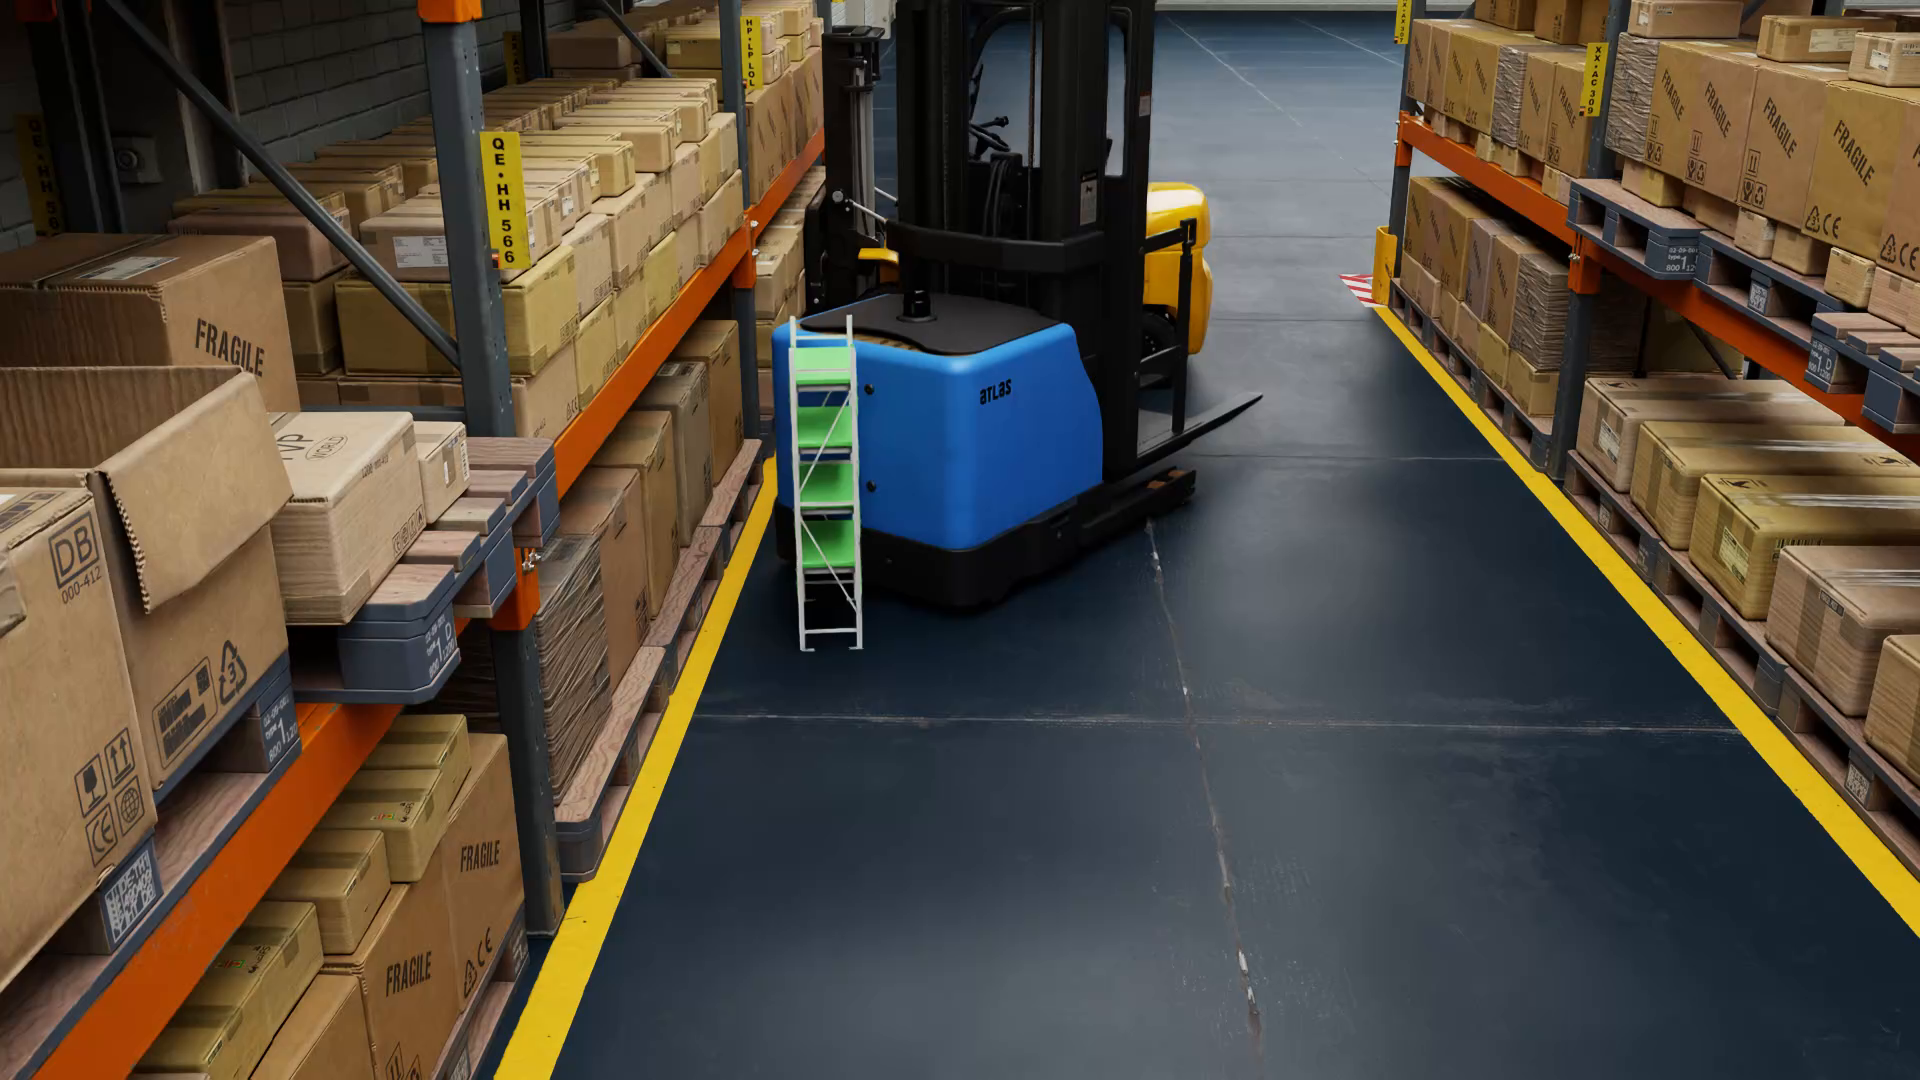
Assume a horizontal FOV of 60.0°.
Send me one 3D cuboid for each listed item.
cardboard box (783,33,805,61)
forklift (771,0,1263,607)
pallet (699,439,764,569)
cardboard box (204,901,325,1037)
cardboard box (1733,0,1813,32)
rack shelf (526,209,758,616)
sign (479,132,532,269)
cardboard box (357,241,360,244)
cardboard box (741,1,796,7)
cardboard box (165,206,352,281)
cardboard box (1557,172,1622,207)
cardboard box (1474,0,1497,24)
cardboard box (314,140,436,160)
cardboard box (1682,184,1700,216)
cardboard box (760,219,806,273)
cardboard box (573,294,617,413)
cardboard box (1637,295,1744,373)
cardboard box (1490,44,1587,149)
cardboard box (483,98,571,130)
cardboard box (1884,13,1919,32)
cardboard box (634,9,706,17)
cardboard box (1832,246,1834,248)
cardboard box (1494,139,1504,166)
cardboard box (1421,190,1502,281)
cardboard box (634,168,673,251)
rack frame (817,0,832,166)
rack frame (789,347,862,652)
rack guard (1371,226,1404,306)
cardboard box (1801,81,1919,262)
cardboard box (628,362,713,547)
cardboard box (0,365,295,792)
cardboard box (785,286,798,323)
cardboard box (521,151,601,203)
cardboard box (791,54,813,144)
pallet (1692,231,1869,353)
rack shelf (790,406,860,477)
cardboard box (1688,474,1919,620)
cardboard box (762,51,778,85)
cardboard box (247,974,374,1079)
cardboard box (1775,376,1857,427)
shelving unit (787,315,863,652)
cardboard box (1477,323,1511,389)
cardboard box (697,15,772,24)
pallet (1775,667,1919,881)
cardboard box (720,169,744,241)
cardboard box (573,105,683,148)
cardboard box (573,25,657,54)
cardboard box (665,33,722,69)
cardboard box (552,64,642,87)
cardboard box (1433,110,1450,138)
[{"bbox_3d":[-1.134,-2.959,9.973,0.380,0.149,0.250,1,21,2],"label":"cardboard box"},{"bbox_3d":[0.475,-1.572,7.528,1.130,2.935,3.031,15,26,33],"label":"forklift"},{"bbox_3d":[-1.494,-0.189,7.725,1.003,0.211,1.213,1,21,2],"label":"pallet"},{"bbox_3d":[-1.477,0.828,3.228,0.380,0.149,0.250,1,21,3],"label":"cardboard box"},{"bbox_3d":[3.681,-2.511,7.922,0.700,0.500,0.500,0,21,1],"label":"cardboard box"},{"bbox_3d":[-1.572,-0.697,6.174,1.077,0.370,4.000,1,21,2],"label":"rack shelf"},{"bbox_3d":[-1.090,-0.810,3.979,0.100,0.325,0.005,1,21,2],"label":"sign"},{"bbox_3d":[-1.883,-0.823,5.020,0.500,0.250,0.500,1,21,2],"label":"cardboard box"},{"bbox_3d":[-1.229,-3.284,10.401,0.380,0.149,0.250,1,21,2],"label":"cardboard box"},{"bbox_3d":[-1.825,-0.779,4.354,0.380,0.149,0.250,1,21,3],"label":"cardboard box"},{"bbox_3d":[3.155,-1.705,8.124,0.380,0.149,0.250,0,21,1],"label":"cardboard box"},{"bbox_3d":[3.775,-3.613,10.763,0.700,0.500,0.500,0,21,0],"label":"cardboard box"},{"bbox_3d":[-1.912,-1.242,5.547,0.380,0.149,0.250,0,21,1],"label":"cardboard box"},{"bbox_3d":[3.169,-1.392,6.735,0.380,0.149,0.250,2,21,5],"label":"cardboard box"},{"bbox_3d":[-1.153,-1.672,9.530,0.500,0.250,0.500,1,21,3],"label":"cardboard box"},{"bbox_3d":[-1.355,-0.579,5.083,0.500,0.250,0.500,0,21,0],"label":"cardboard box"},{"bbox_3d":[3.738,-1.177,8.598,0.500,0.500,0.500,2,21,4],"label":"cardboard box"},{"bbox_3d":[3.235,-2.425,9.083,0.500,0.500,0.500,1,21,3],"label":"cardboard box"},{"bbox_3d":[-1.792,-1.701,6.731,0.380,0.149,0.250,0,21,1],"label":"cardboard box"},{"bbox_3d":[3.669,-1.868,6.170,0.380,0.149,0.250,0,21,-1],"label":"cardboard box"},{"bbox_3d":[-1.689,-3.012,9.699,0.380,0.149,0.250,1,21,2],"label":"cardboard box"},{"bbox_3d":[3.146,-0.926,5.534,0.380,0.149,0.250,1,21,2],"label":"cardboard box"},{"bbox_3d":[3.221,-2.165,9.309,0.380,0.149,0.250,0,21,1],"label":"cardboard box"},{"bbox_3d":[3.259,-1.926,10.530,0.500,0.500,0.500,0,21,0],"label":"cardboard box"},{"bbox_3d":[-1.334,-1.186,5.954,0.500,0.250,0.500,1,21,2],"label":"cardboard box"},{"bbox_3d":[-1.389,-3.202,11.635,1.000,3.000,0.127,1,21,2],"label":"rack frame"},{"bbox_3d":[-0.498,-0.133,6.213,0.240,1.200,0.015,-2,21,-5],"label":"rack frame"},{"bbox_3d":[3.570,-1.956,11.879,1.175,0.500,0.348,1,21,2],"label":"rack guard"},{"bbox_3d":[3.084,-1.174,5.279,0.500,0.500,0.500,-1,21,-2],"label":"cardboard box"},{"bbox_3d":[-1.547,-0.375,7.052,0.875,0.625,0.625,0,21,1],"label":"cardboard box"},{"bbox_3d":[-1.498,0.039,2.559,0.797,0.503,0.637,0,21,0],"label":"cardboard box"},{"bbox_3d":[-1.174,-1.257,9.150,0.500,0.250,0.500,1,21,1],"label":"cardboard box"},{"bbox_3d":[-1.367,-1.146,5.302,0.380,0.149,0.250,1,21,2],"label":"cardboard box"},{"bbox_3d":[-1.182,-2.695,10.190,0.500,0.500,0.500,0,21,1],"label":"cardboard box"},{"bbox_3d":[3.348,-0.883,5.924,1.003,0.211,1.213,1,21,2],"label":"pallet"},{"bbox_3d":[-0.519,-0.385,6.376,0.258,0.148,0.480,-2,21,-5],"label":"rack shelf"},{"bbox_3d":[3.399,0.028,6.363,0.950,0.372,0.625,1,21,3],"label":"cardboard box"},{"bbox_3d":[-1.170,-2.494,8.775,0.380,0.149,0.250,1,21,3],"label":"cardboard box"},{"bbox_3d":[-1.470,1.185,3.203,0.500,0.500,0.500,2,21,4],"label":"cardboard box"},{"bbox_3d":[4.843,-0.911,9.182,0.500,0.500,0.500,18,27,38],"label":"cardboard box"},{"bbox_3d":[-0.519,-0.221,6.439,0.258,1.200,0.503,-2,21,-5],"label":"shelving unit"},{"bbox_3d":[3.206,-1.026,9.247,0.500,0.250,0.500,0,21,0],"label":"cardboard box"},{"bbox_3d":[-1.245,-2.822,9.210,0.380,0.149,0.250,1,21,1],"label":"cardboard box"},{"bbox_3d":[3.354,0.761,5.276,1.003,0.211,1.213,1,21,2],"label":"pallet"},{"bbox_3d":[-1.265,-1.501,7.458,0.500,0.250,0.500,1,21,3],"label":"cardboard box"},{"bbox_3d":[-1.295,-1.607,6.489,0.380,0.149,0.250,0,21,0],"label":"cardboard box"},{"bbox_3d":[-1.760,-2.549,8.504,0.380,0.149,0.250,0,21,1],"label":"cardboard box"},{"bbox_3d":[-1.205,-2.356,8.007,0.380,0.149,0.250,1,21,3],"label":"cardboard box"},{"bbox_3d":[-1.758,-2.224,8.079,0.380,0.149,0.250,1,21,1],"label":"cardboard box"},{"bbox_3d":[3.219,-2.634,10.517,0.380,0.149,0.250,1,21,2],"label":"cardboard box"}]
